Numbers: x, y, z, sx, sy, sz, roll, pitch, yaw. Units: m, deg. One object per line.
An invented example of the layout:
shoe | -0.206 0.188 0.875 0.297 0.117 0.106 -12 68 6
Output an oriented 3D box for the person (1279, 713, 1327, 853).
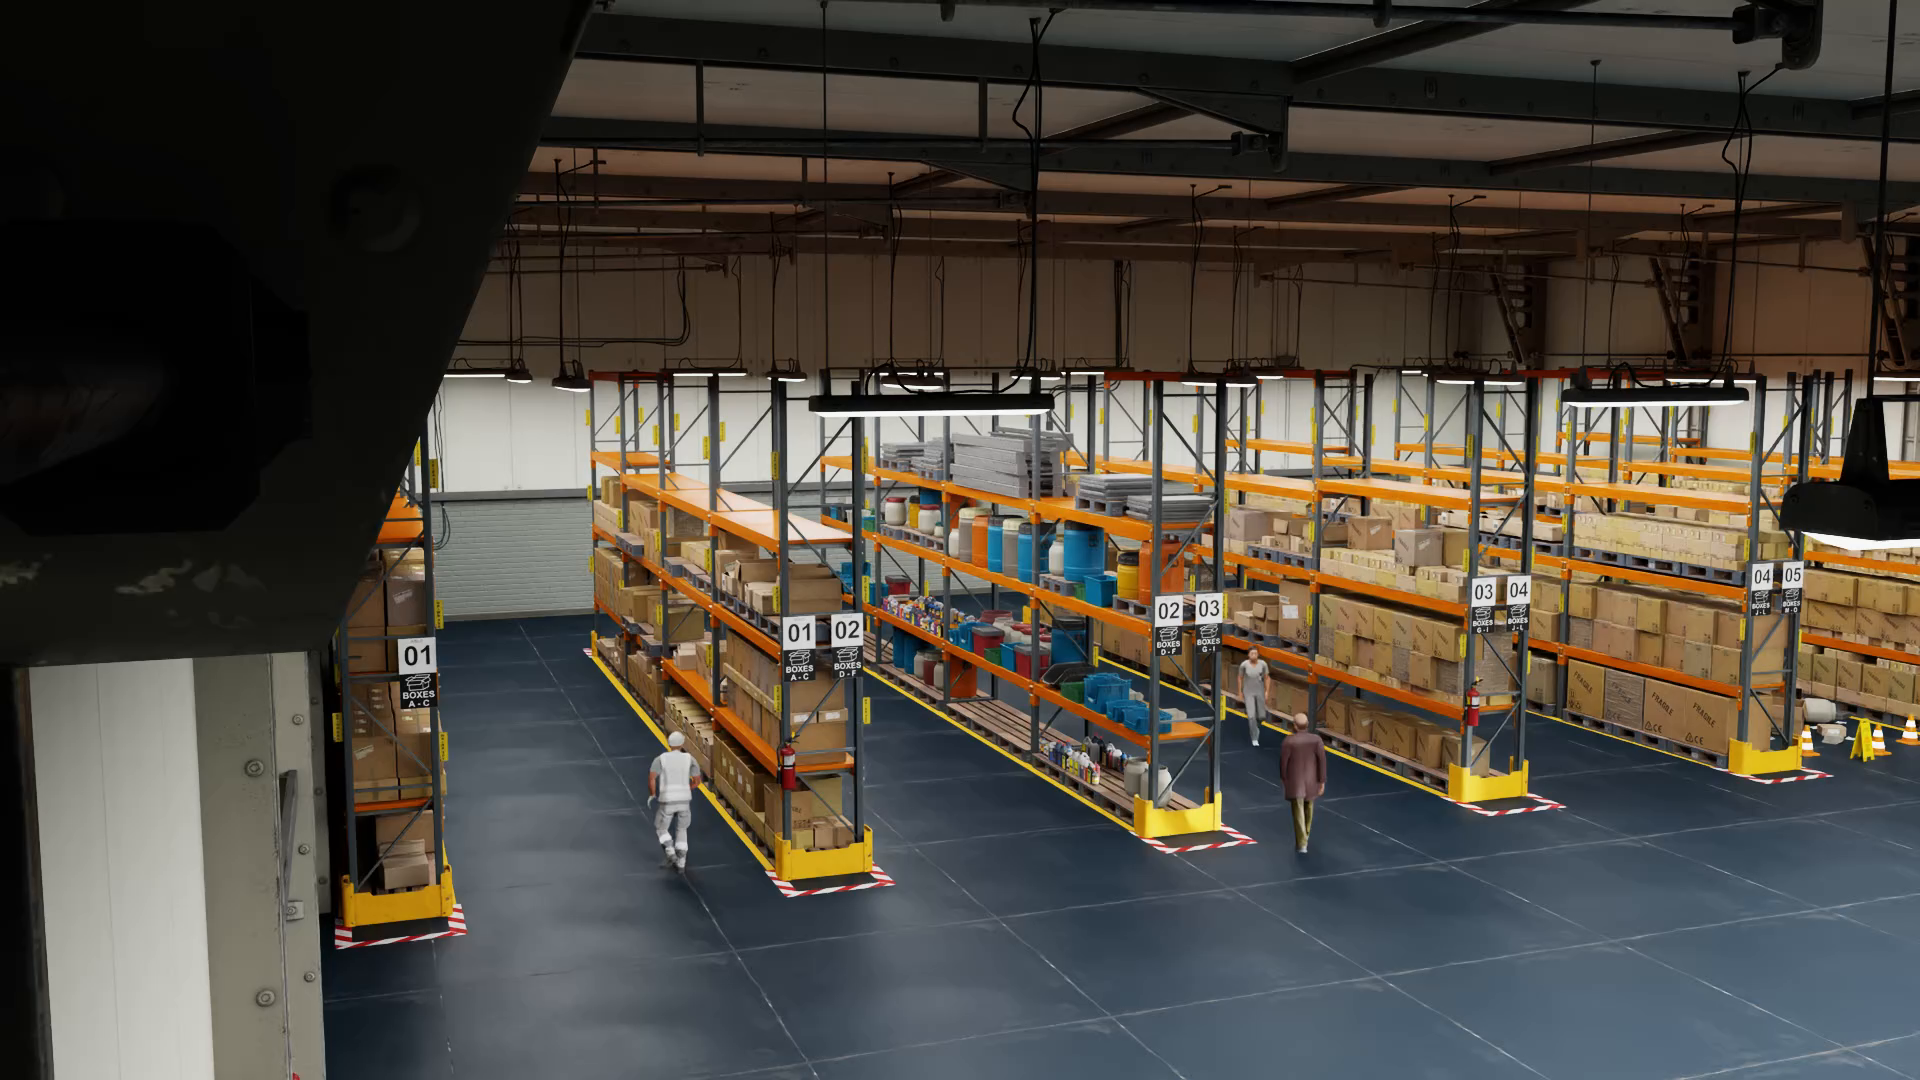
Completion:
person | 4.376 3.067 21.303 0.586 1.723 1.085 0 6 -1

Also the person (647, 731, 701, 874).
person | -3.516 3.220 20.508 0.658 1.679 0.741 -2 7 -18

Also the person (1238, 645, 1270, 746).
person | 4.777 2.505 27.148 0.500 1.626 0.648 0 6 0
